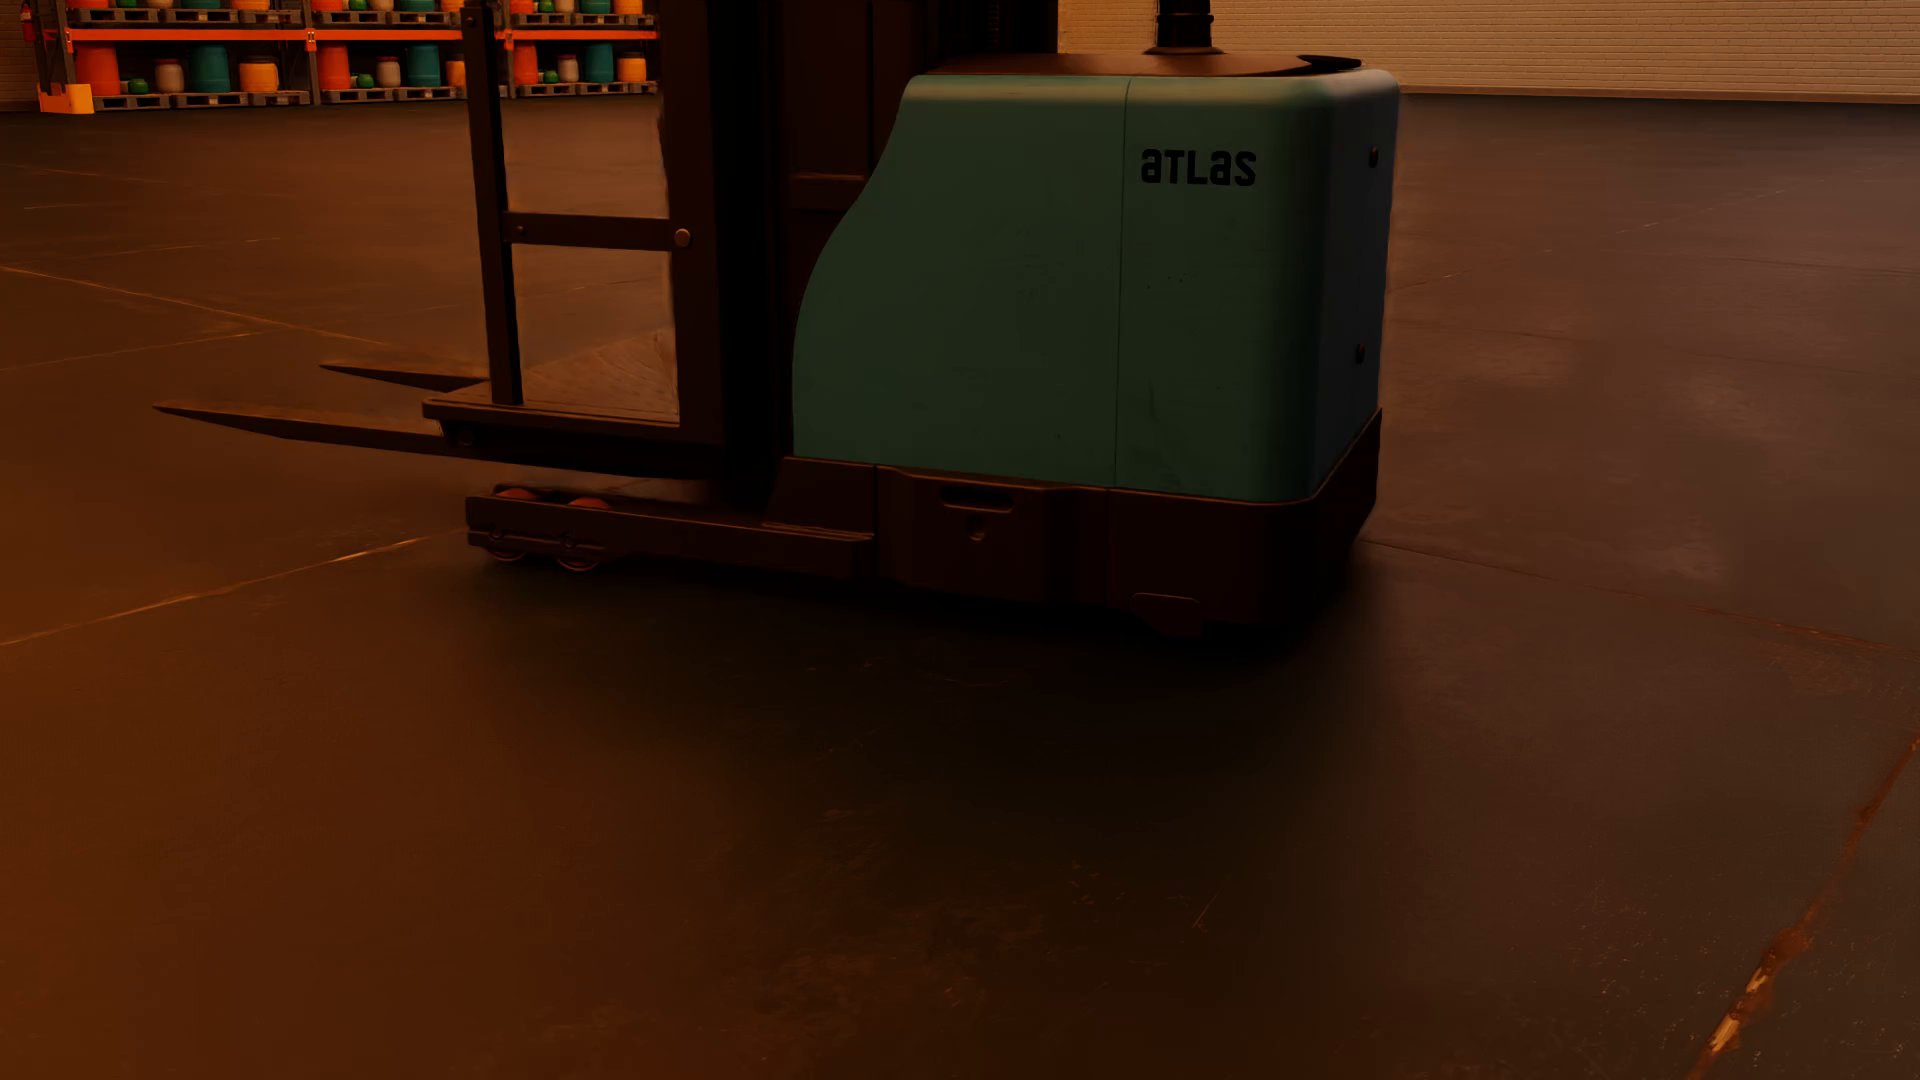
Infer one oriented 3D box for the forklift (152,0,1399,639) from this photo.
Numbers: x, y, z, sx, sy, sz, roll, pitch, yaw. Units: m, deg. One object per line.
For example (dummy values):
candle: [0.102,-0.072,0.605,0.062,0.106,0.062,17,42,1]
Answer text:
forklift: [-0.576,-1.465,3.723,3.031,2.935,1.130,7,18,21]
